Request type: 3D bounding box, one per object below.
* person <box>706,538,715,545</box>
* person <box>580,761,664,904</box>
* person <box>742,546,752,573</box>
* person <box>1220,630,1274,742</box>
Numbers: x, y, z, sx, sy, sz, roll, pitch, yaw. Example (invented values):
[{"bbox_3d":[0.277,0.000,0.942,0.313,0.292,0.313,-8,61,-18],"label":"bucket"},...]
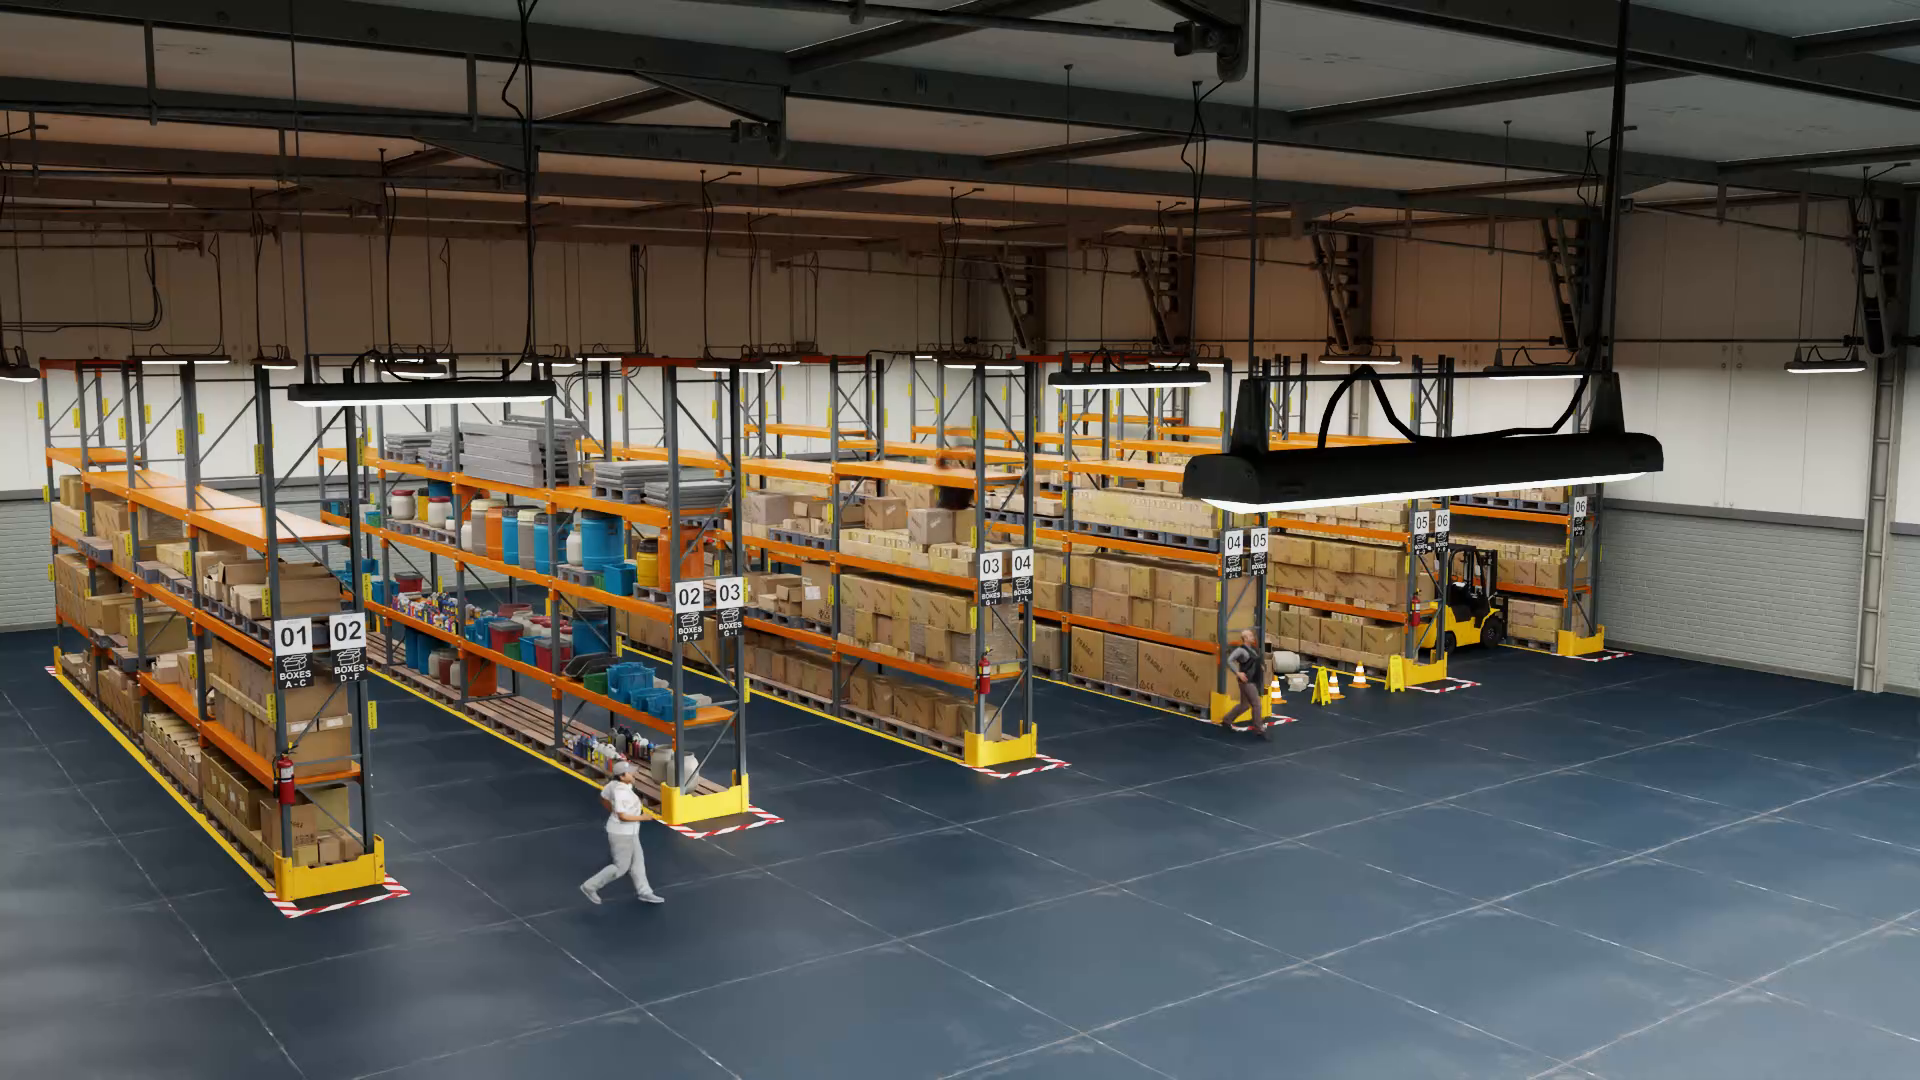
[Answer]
[{"bbox_3d":[-5.907,0.789,39.186,0.729,1.702,0.548,-3,8,-25],"label":"person"},{"bbox_3d":[-3.774,3.285,18.513,0.931,1.674,0.624,-2,7,-14],"label":"person"},{"bbox_3d":[-5.004,0.953,37.888,0.594,1.642,0.599,-5,8,-36],"label":"person"},{"bbox_3d":[4.604,2.300,26.519,0.893,1.742,0.694,3,7,23],"label":"person"}]
